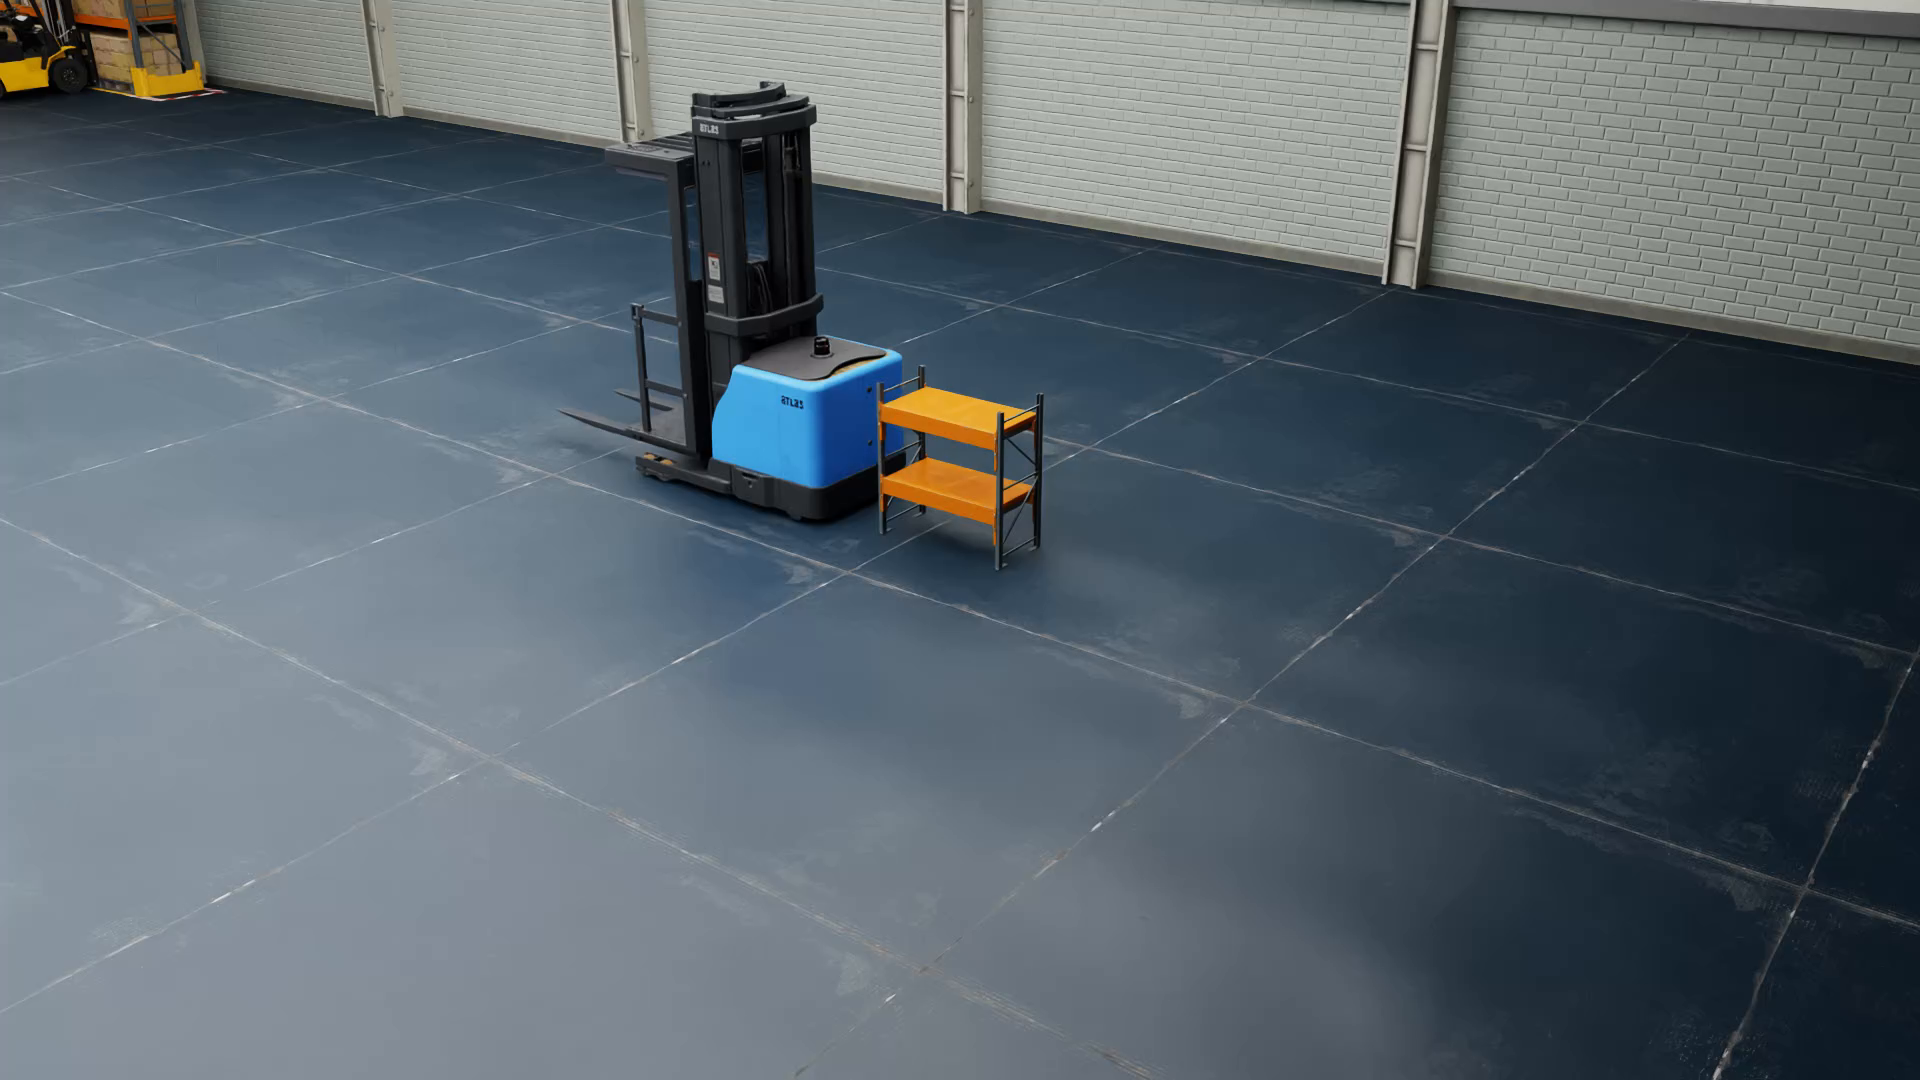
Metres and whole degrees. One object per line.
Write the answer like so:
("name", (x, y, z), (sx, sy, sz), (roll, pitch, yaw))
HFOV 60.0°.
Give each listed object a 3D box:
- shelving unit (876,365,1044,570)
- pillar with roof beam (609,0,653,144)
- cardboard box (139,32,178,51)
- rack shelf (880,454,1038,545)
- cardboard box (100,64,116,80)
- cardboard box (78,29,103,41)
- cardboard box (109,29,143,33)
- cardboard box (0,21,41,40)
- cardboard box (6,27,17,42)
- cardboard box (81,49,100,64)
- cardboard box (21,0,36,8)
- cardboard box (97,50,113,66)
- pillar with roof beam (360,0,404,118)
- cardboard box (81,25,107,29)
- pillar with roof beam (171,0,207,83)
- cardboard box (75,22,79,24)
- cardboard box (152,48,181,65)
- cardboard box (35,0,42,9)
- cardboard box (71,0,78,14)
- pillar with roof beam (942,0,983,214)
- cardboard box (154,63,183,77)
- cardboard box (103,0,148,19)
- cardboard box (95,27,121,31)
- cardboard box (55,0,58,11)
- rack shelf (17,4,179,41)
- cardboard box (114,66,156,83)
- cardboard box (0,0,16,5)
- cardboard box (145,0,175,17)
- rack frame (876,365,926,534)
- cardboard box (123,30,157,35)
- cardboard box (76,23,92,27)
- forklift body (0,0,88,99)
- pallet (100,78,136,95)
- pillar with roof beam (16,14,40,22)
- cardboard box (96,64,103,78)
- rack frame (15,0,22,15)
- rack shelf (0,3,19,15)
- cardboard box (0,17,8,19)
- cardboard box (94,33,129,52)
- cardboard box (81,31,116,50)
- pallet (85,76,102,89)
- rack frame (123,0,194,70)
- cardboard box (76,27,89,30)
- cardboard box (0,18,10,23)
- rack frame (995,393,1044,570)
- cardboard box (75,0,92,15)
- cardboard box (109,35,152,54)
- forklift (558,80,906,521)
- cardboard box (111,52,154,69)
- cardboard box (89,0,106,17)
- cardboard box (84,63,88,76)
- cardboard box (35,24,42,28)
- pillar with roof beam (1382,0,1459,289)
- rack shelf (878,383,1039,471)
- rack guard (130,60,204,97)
("shelving unit", (-0.005, -0.516, 11.527), (1.048, 1.125, 0.538), (17, 29, 33))
("pillar with roof beam", (-7.354, -8.419, 19.697), (0.400, 9.000, 9.100), (17, 29, 33))
("cardboard box", (-14.629, -9.074, 30.274), (0.500, 0.250, 0.500), (16, 29, 33))
("rack shelf", (-0.005, -0.293, 11.625), (1.000, 0.278, 0.538), (17, 29, 33))
("cardboard box", (-15.315, -8.574, 30.379), (0.500, 0.250, 0.500), (17, 29, 33))
("cardboard box", (-16.136, -9.273, 30.725), (0.500, 0.250, 0.500), (16, 28, 32))
("cardboard box", (-15.425, -9.318, 30.828), (0.500, 0.250, 0.500), (17, 29, 33))
("cardboard box", (-18.599, -9.891, 32.902), (0.625, 0.625, 0.875), (16, 29, 33))
("cardboard box", (-17.983, -9.701, 32.471), (0.625, 0.625, 0.875), (18, 30, 36))
("cardboard box", (-15.755, -8.928, 30.561), (0.500, 0.250, 0.500), (16, 28, 32))
("cardboard box", (-17.360, -10.327, 31.344), (0.500, 0.500, 0.500), (16, 28, 32))
("cardboard box", (-15.330, -8.810, 30.293), (0.500, 0.250, 0.500), (16, 29, 33))
("pillar with roof beam", (-12.155, -9.870, 22.990), (0.400, 9.000, 9.100), (17, 29, 33))
("cardboard box", (-16.238, -9.563, 31.384), (0.500, 0.250, 0.500), (17, 29, 34))
("pillar with roof beam", (-16.956, -11.321, 26.283), (0.400, 9.000, 9.100), (17, 29, 33))
("cardboard box", (-17.049, -9.807, 31.938), (0.500, 0.250, 0.500), (17, 29, 34))
("cardboard box", (-14.609, -8.849, 30.382), (0.500, 0.250, 0.500), (17, 29, 34))
("cardboard box", (-16.933, -10.206, 31.070), (0.500, 0.500, 0.500), (17, 29, 34))
("cardboard box", (-16.138, -9.956, 30.501), (0.500, 0.500, 0.500), (17, 29, 34))
("pillar with roof beam", (-2.553, -6.968, 16.404), (0.400, 9.000, 9.100), (17, 29, 33))
("cardboard box", (-14.634, -8.621, 30.486), (0.500, 0.250, 0.500), (17, 29, 34))
("cardboard box", (-14.909, -9.585, 29.661), (0.500, 0.500, 0.500), (16, 28, 32))
("cardboard box", (-15.830, -9.444, 31.114), (0.500, 0.250, 0.500), (16, 28, 32))
("cardboard box", (-16.527, -10.084, 30.793), (0.500, 0.500, 0.500), (16, 29, 33))
("rack shelf", (-15.958, -9.660, 30.846), (4.000, 0.370, 1.077), (17, 29, 33))
("cardboard box", (-14.923, -8.451, 30.099), (0.500, 0.250, 0.500), (17, 29, 34))
("cardboard box", (-18.119, -10.441, 31.914), (0.500, 0.250, 0.500), (18, 29, 34))
("cardboard box", (-14.588, -9.760, 30.058), (0.500, 0.500, 0.500), (18, 29, 35))
("rack frame", (-0.412, -0.639, 11.806), (0.032, 1.125, 0.500), (17, 29, 33))
("cardboard box", (-15.031, -9.194, 30.545), (0.500, 0.250, 0.500), (17, 29, 33))
("cardboard box", (-16.634, -9.690, 31.671), (0.500, 0.250, 0.500), (16, 29, 33))
("forklift body", (-16.969, -8.987, 29.479), (1.214, 2.155, 2.313), (17, 29, 33))
("pallet", (-14.995, -8.401, 30.554), (1.213, 0.211, 1.003), (17, 29, 33))
("pillar with roof beam", (-21.757, -12.772, 29.576), (0.400, 9.000, 9.100), (17, 29, 33))
("cardboard box", (-15.710, -8.698, 30.660), (0.500, 0.250, 0.500), (17, 29, 34))
("rack frame", (-17.559, -10.473, 31.799), (0.127, 3.000, 1.000), (17, 29, 33))
("rack shelf", (-19.159, -10.627, 33.041), (4.000, 0.370, 1.077), (17, 29, 33))
("cardboard box", (-19.741, -10.235, 33.683), (0.625, 0.625, 0.875), (18, 29, 35))
("cardboard box", (-15.325, -9.029, 30.172), (0.500, 0.250, 0.500), (17, 29, 34))
("cardboard box", (-15.735, -9.148, 30.441), (0.500, 0.250, 0.500), (17, 29, 34))
("pallet", (-15.967, -8.696, 31.224), (1.213, 0.211, 1.003), (17, 29, 33))
("rack frame", (-14.358, -9.505, 29.603), (0.127, 3.000, 1.000), (17, 29, 33))
("cardboard box", (-16.552, -9.402, 31.019), (0.500, 0.250, 0.500), (18, 29, 35))
("cardboard box", (-19.202, -10.072, 33.313), (0.625, 0.625, 0.875), (15, 28, 31))
("rack frame", (0.401, -0.393, 11.248), (0.032, 1.125, 0.500), (17, 29, 33))
("cardboard box", (-15.729, -9.838, 30.233), (0.500, 0.500, 0.500), (16, 29, 32))
("cardboard box", (-14.913, -8.908, 29.896), (0.500, 0.250, 0.500), (18, 29, 35))
("forklift", (-1.888, -1.942, 12.523), (3.031, 2.935, 1.130), (17, 29, 34))
("cardboard box", (-14.935, -8.685, 30.010), (0.500, 0.250, 0.500), (16, 29, 33))
("cardboard box", (-15.319, -9.714, 29.952), (0.500, 0.500, 0.500), (18, 29, 35))
("cardboard box", (-16.139, -8.816, 30.929), (0.500, 0.250, 0.500), (18, 29, 35))
("cardboard box", (-17.360, -9.646, 31.571), (0.500, 0.250, 0.500), (16, 29, 33))
("pillar with roof beam", (2.248, -5.517, 13.111), (0.400, 9.000, 9.100), (17, 29, 33))
("rack shelf", (-0.005, -0.784, 11.409), (1.000, 0.278, 0.538), (17, 29, 33))
("rack guard", (-14.339, -8.356, 30.094), (0.348, 0.500, 1.175), (17, 29, 33))
